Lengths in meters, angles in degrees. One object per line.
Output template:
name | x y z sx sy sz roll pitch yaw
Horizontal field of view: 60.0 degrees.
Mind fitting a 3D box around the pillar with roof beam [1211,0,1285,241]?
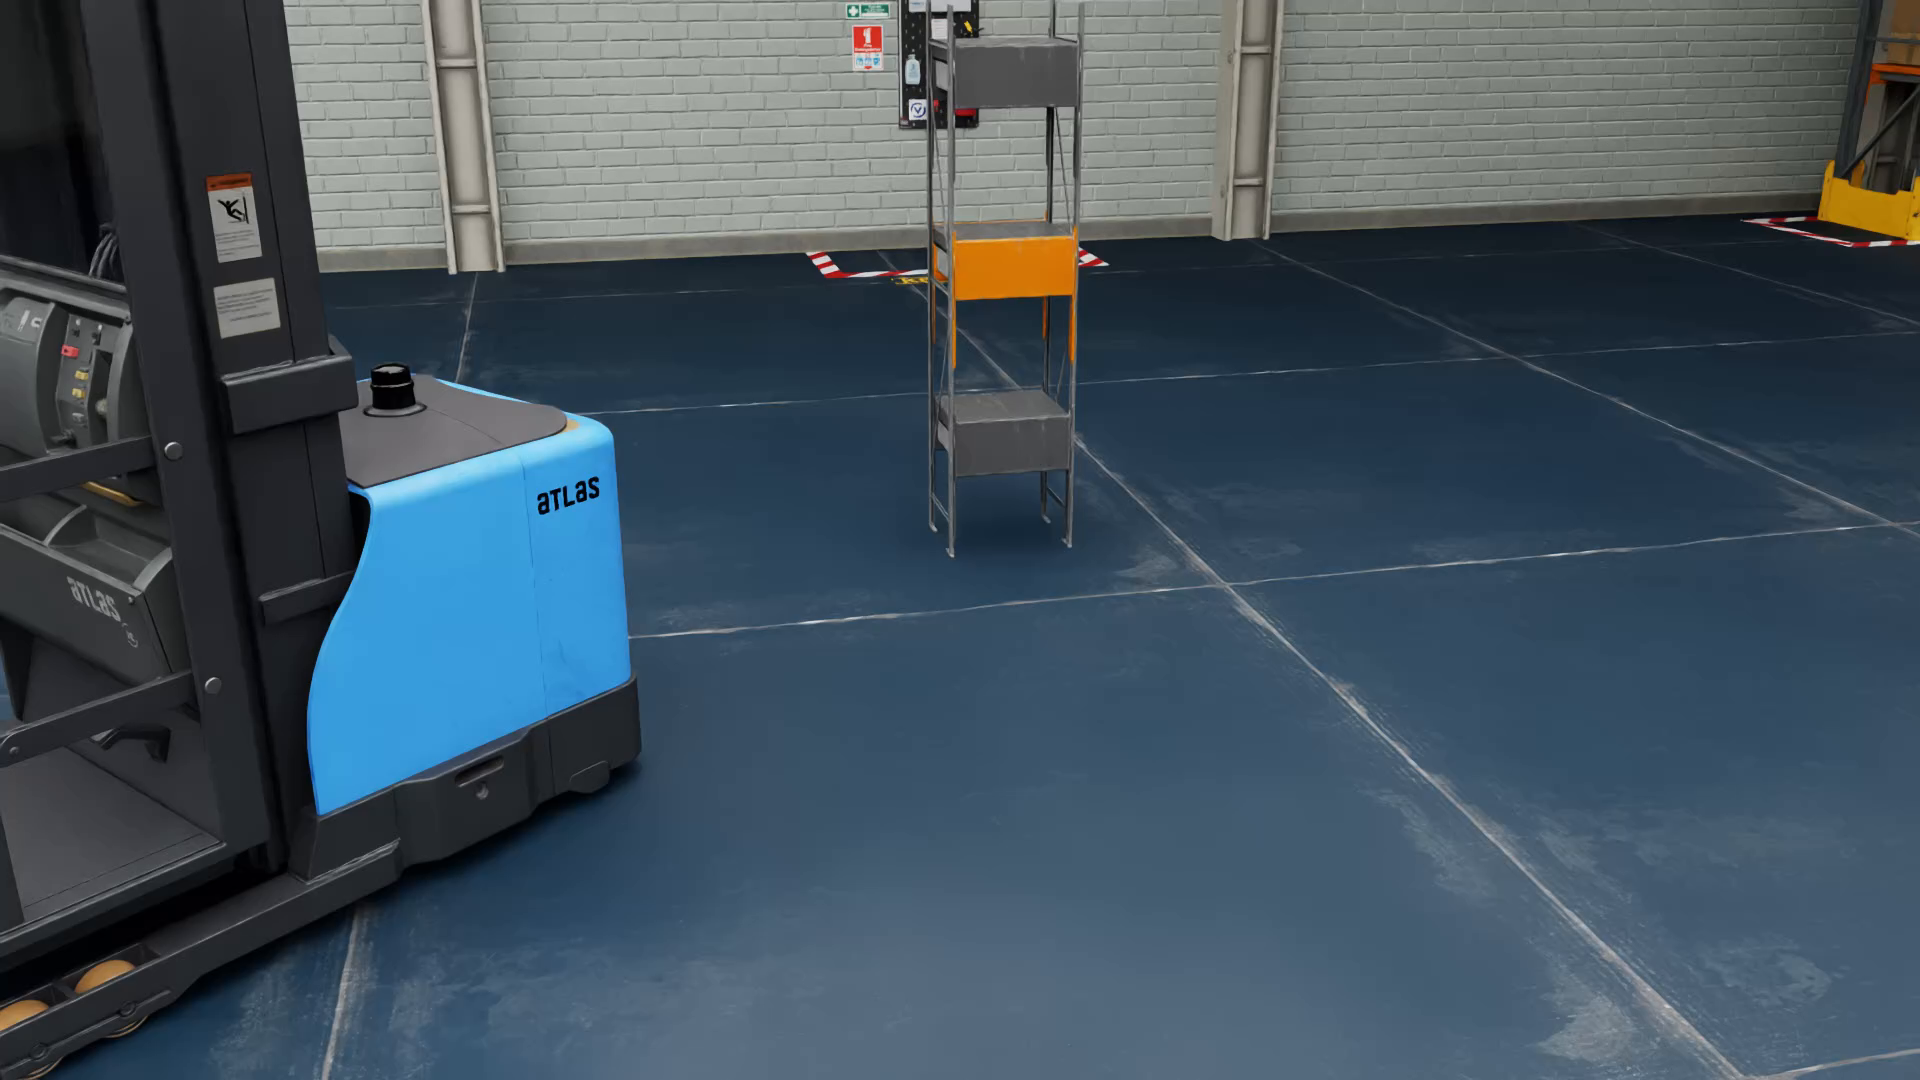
pillar with roof beam | 3.272 -5.257 8.083 0.400 9.000 9.100 -5 21 -12

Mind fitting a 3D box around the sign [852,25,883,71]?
sign | -0.694 -3.706 12.518 0.234 0.329 0.001 -5 21 -12

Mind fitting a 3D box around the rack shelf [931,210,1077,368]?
rack shelf | 0.161 -0.986 6.494 0.480 0.518 0.431 -5 21 -12

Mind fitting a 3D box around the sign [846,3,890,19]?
sign | -0.687 -3.952 12.420 0.331 0.109 0.001 -5 21 -12

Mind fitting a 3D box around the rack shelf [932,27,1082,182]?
rack shelf | 0.161 -1.644 6.253 0.480 0.518 0.431 -5 21 -12

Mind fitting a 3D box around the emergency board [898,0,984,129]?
emergency board | -0.132 -3.698 12.550 0.643 1.169 0.194 -5 21 -12

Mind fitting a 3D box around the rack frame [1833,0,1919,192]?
rack frame | 7.638 -4.011 13.403 0.127 3.000 1.000 -5 21 -12

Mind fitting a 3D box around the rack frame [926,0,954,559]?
rack frame | -0.076 -0.980 6.436 0.015 2.100 0.400 -5 21 -12

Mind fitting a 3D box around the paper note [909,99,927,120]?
paper note | -0.320 -3.294 12.726 0.142 0.148 0.016 -5 21 -12

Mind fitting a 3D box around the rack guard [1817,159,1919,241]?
rack guard | 7.712 -2.843 13.850 0.348 0.500 1.175 -5 21 -12

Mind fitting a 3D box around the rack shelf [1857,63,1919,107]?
rack shelf | 9.585 -3.832 13.959 4.000 0.370 1.077 -5 21 -12

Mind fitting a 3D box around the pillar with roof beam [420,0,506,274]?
pillar with roof beam | -2.567 -4.782 6.787 0.400 9.000 9.100 -5 21 -12

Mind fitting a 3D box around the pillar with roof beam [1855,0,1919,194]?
pillar with roof beam | 9.111 -5.732 9.379 0.400 9.000 9.100 -5 21 -12

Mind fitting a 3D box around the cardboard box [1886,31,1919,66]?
cardboard box | 8.049 -4.052 13.704 0.500 0.250 0.500 -4 21 -12

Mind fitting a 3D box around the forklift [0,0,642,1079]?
forklift | -2.247 -0.395 3.633 1.130 2.935 3.031 15 25 36

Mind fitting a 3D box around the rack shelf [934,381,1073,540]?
rack shelf | 0.161 -0.329 6.735 0.480 0.518 0.431 -5 21 -12

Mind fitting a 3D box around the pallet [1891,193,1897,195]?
pallet | 8.511 -2.760 14.043 1.213 0.211 1.003 -5 21 -12

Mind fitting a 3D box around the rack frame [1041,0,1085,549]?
rack frame | 0.399 -1.018 6.542 0.015 2.100 0.400 -5 21 -12

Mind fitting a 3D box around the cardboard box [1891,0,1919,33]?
cardboard box | 8.048 -4.411 13.593 0.500 0.500 0.500 -5 21 -13

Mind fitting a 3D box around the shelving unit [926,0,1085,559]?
shelving unit | 0.161 -0.999 6.489 0.503 2.100 0.431 -5 21 -12

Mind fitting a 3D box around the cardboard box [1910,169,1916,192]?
cardboard box | 8.332 -2.980 13.857 0.500 0.311 0.500 -7 21 -19
